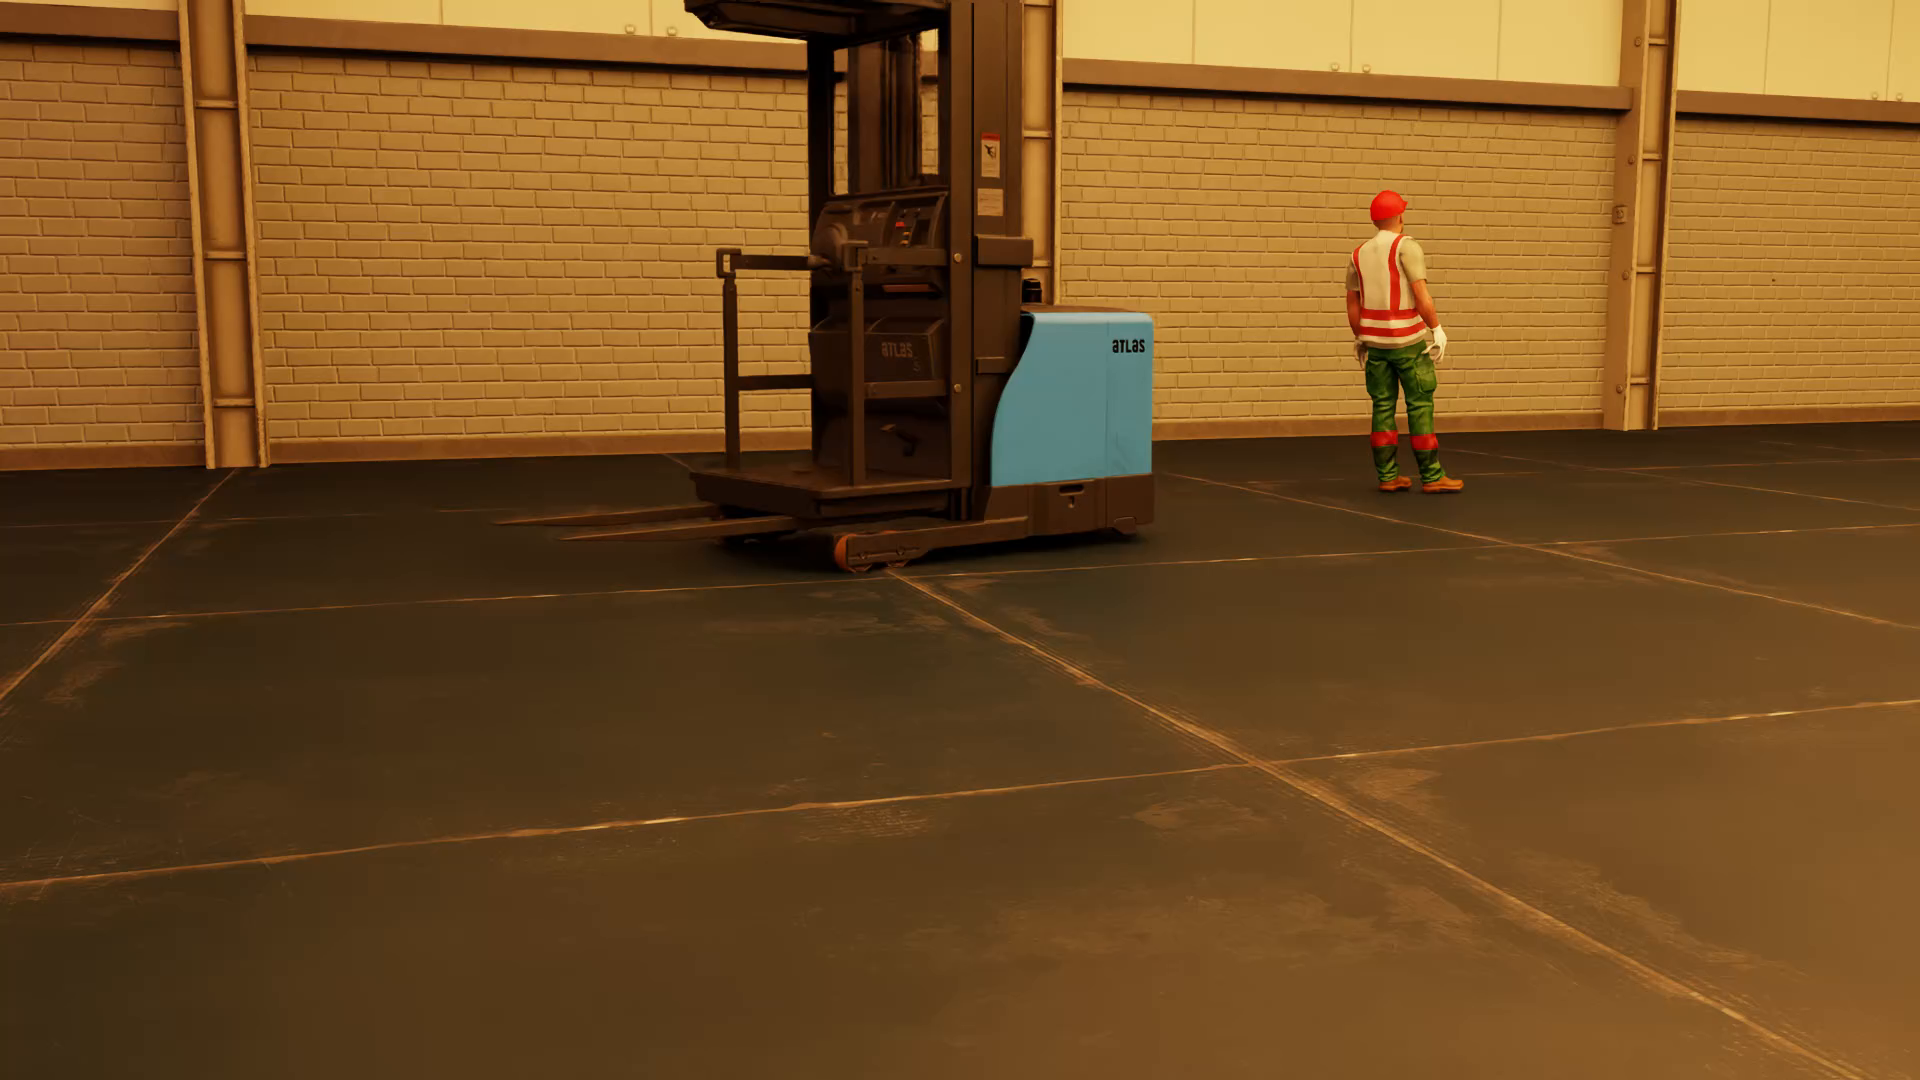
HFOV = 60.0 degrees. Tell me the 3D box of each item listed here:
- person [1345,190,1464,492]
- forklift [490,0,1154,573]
[{"bbox_3d":[2.665,-1.192,9.996,0.564,1.787,0.638,-6,10,-38],"label":"person"},{"bbox_3d":[-0.532,-1.394,7.301,3.031,2.935,1.130,-6,10,-38],"label":"forklift"}]
